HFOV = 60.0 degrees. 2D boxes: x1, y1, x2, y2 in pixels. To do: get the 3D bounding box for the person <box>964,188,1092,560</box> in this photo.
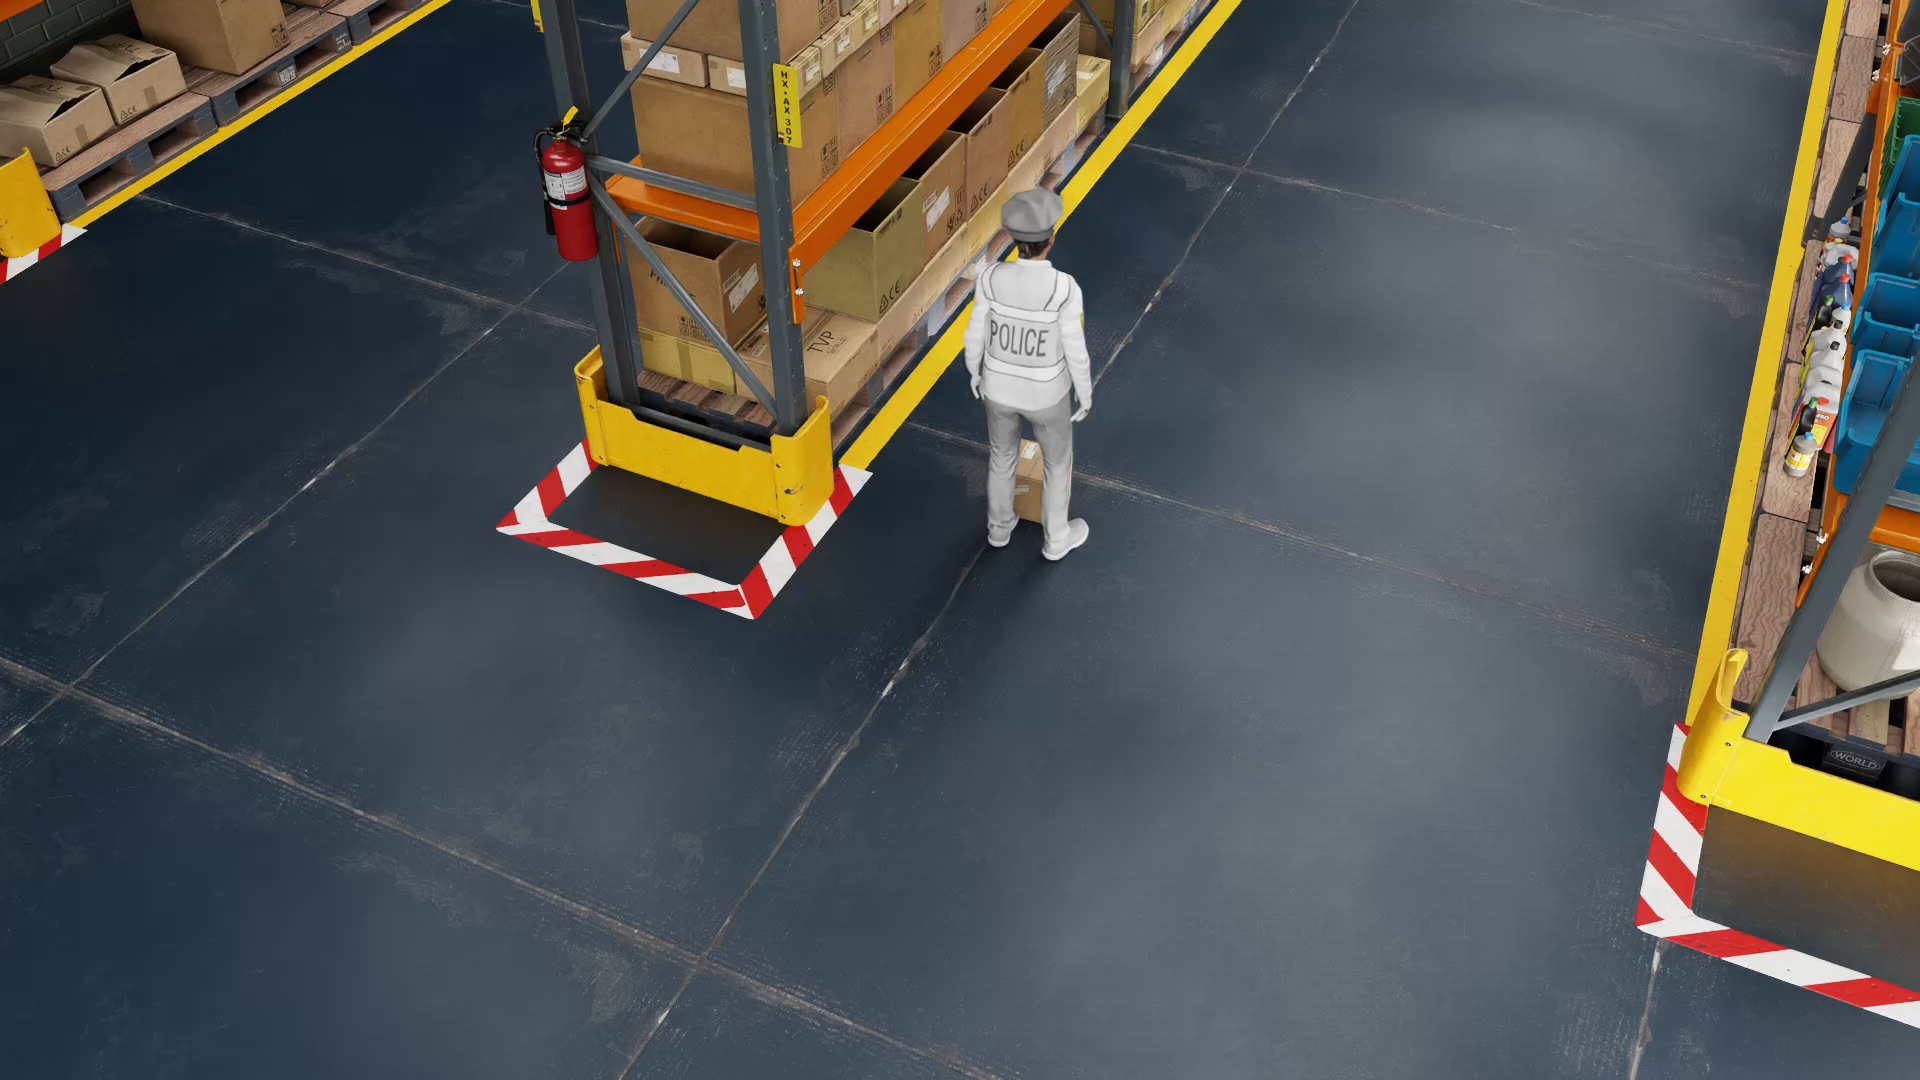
[{"bbox_3d":[0.283,-0.631,6.852,0.537,1.663,0.378,15,44,16],"label":"person"}]
